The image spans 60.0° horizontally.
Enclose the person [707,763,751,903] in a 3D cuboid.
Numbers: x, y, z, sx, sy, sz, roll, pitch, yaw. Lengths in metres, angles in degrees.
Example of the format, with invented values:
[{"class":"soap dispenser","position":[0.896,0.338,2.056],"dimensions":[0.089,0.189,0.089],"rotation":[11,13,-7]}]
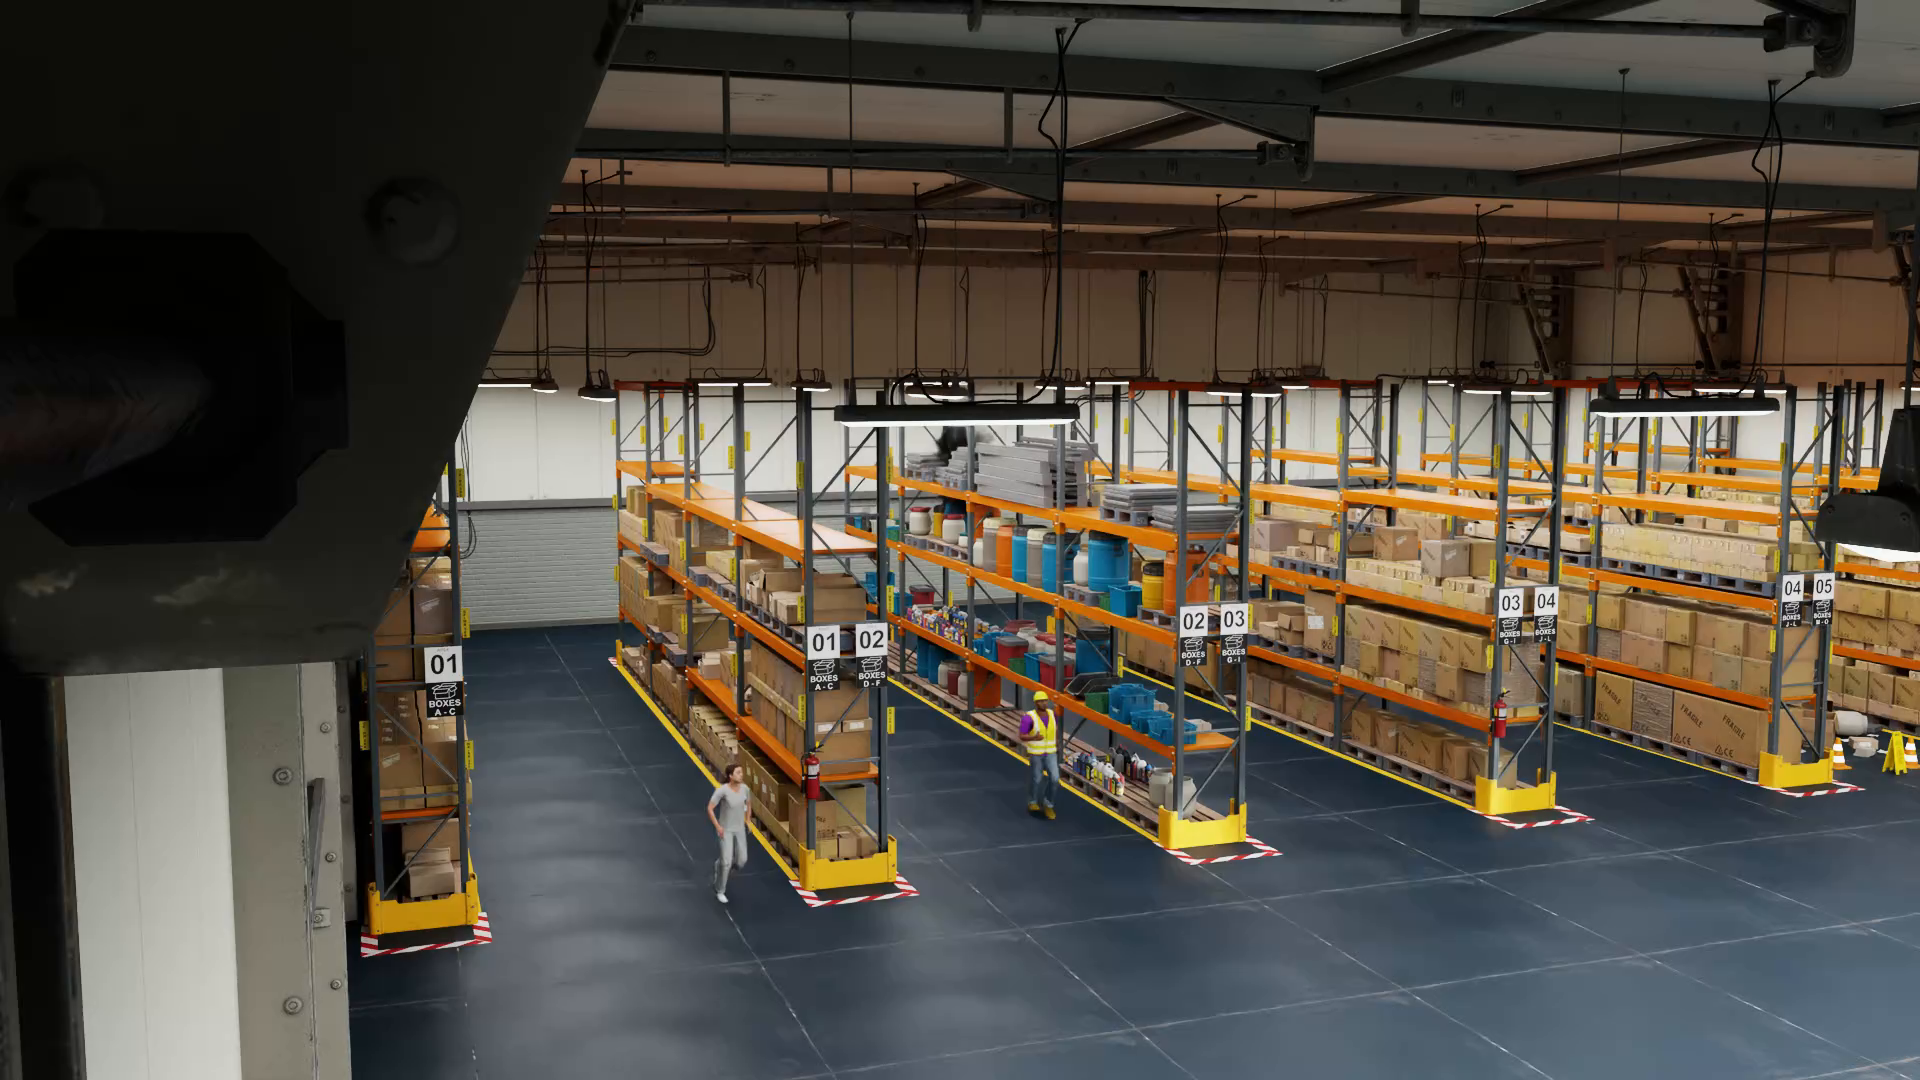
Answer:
[{"class":"person","position":[-2.727,3.454,19.807],"dimensions":[0.609,1.627,0.554],"rotation":[-4,7,-36]}]

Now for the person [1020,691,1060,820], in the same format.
[{"class":"person","position":[1.153,3.006,23.221],"dimensions":[0.673,1.812,0.706],"rotation":[-2,6,-18]}]
